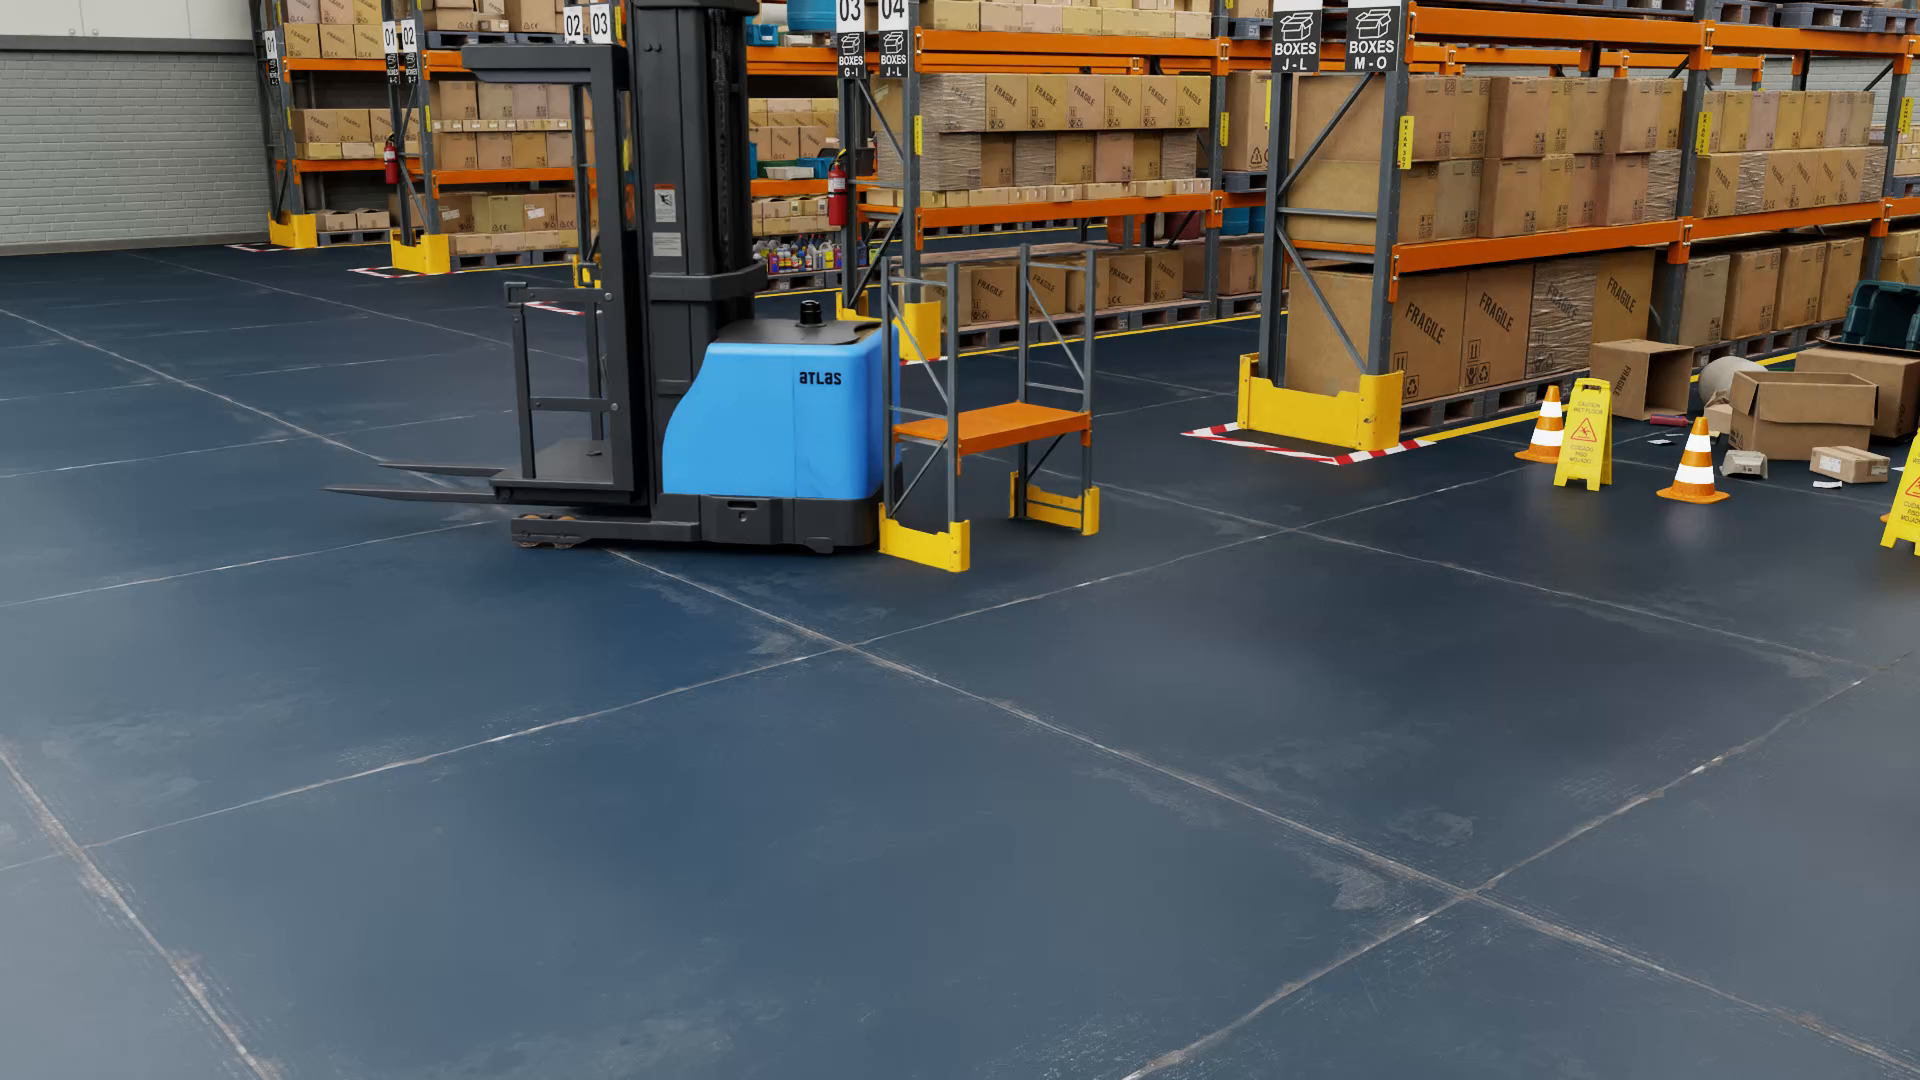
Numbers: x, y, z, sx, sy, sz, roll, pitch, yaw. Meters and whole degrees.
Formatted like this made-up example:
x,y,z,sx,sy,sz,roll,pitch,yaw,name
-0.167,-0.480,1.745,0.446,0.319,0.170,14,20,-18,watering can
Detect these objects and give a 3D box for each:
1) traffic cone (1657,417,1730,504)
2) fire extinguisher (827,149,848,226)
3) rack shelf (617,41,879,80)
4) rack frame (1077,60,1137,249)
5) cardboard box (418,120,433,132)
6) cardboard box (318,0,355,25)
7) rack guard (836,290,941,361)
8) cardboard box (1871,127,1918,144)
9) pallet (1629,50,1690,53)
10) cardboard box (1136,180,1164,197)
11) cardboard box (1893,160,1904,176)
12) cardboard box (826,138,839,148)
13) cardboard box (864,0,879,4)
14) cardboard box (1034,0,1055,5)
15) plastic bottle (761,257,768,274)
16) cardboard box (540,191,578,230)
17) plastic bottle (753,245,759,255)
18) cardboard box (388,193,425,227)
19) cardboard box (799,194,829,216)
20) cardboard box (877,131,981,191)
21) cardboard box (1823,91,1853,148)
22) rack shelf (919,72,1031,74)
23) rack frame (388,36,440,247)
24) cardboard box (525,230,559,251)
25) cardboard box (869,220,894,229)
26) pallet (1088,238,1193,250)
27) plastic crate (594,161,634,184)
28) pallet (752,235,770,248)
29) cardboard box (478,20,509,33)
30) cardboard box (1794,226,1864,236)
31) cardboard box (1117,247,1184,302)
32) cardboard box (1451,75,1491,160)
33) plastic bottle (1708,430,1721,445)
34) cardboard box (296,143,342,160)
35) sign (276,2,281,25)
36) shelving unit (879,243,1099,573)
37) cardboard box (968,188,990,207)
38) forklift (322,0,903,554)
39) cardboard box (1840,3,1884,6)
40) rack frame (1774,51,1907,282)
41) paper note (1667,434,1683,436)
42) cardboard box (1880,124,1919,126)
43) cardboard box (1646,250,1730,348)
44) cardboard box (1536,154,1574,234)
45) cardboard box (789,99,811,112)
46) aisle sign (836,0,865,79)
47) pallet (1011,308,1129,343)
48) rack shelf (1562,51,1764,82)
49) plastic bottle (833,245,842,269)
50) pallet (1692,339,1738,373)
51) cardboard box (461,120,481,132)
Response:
x,y,z,sx,sy,sz,roll,pitch,yaw,name
4.281,-0.481,9.655,0.334,0.463,0.336,-13,19,-39,traffic cone
-1.105,-3.187,15.018,0.183,0.674,0.296,-13,19,-39,fire extinguisher
-2.459,-5.558,19.328,4.000,0.370,1.077,-13,19,-39,rack shelf
2.067,-5.473,23.428,0.127,3.000,1.000,-13,19,-39,rack frame
-7.053,-5.546,22.251,0.250,0.149,0.380,-13,20,-40,cardboard box
-9.610,-8.130,25.392,0.500,0.500,0.500,-13,20,-40,cardboard box
-0.659,-1.959,15.115,0.348,0.500,1.175,-13,19,-39,rack guard
9.175,-3.982,16.365,0.250,0.149,0.380,-13,20,-41,cardboard box
9.880,-6.935,23.260,1.213,0.211,1.003,-13,19,-39,pallet
1.793,-3.481,16.457,0.250,0.149,0.380,-13,19,-39,cardboard box
8.968,-3.644,16.254,0.250,0.149,0.380,-13,20,-40,cardboard box
-1.983,-6.281,26.626,0.500,0.311,0.500,-13,20,-40,cardboard box
-0.712,-4.831,14.729,0.250,0.149,0.380,-13,19,-39,cardboard box
0.646,-4.938,15.131,0.250,0.149,0.380,-14,20,-42,cardboard box
-2.317,-3.243,19.647,0.097,0.201,0.097,0,15,0,plastic bottle
-5.533,-4.621,23.298,0.500,0.500,0.500,-13,19,-39,cardboard box
-2.557,-3.472,20.361,0.135,0.276,0.152,-13,20,-41,plastic bottle
-8.874,-5.362,27.004,0.500,0.500,0.700,-14,21,-43,cardboard box
-2.185,-5.273,26.105,0.500,0.311,0.500,-13,20,-40,cardboard box
-0.284,-3.434,15.022,0.500,0.500,0.875,-13,19,-39,cardboard box
7.772,-3.898,15.398,0.500,0.500,0.700,-13,20,-40,cardboard box
0.090,-9.520,34.159,4.000,0.370,1.077,-13,19,-39,rack shelf
-7.217,-5.083,21.967,0.127,3.000,1.000,-13,19,-39,rack frame
-5.914,-4.175,23.082,0.500,0.250,0.500,-13,19,-39,cardboard box
-1.418,-5.176,26.830,0.500,0.250,0.500,-12,19,-38,cardboard box
2.635,-4.268,24.318,1.213,0.211,1.003,-13,19,-39,pallet
-3.787,-4.189,18.909,0.616,0.251,0.499,-13,19,-39,plastic crate
-3.669,-4.546,25.359,1.213,0.211,1.003,-13,19,-39,pallet
-6.213,-6.846,22.157,0.250,0.149,0.380,-13,19,-39,cardboard box
8.842,-3.051,16.935,0.500,0.250,0.500,-13,20,-41,cardboard box
1.973,-2.767,17.325,0.500,0.500,0.500,-13,20,-41,cardboard box
3.123,-2.932,11.530,0.550,0.550,0.875,-13,19,-39,cardboard box
5.069,-0.700,11.251,0.133,0.061,0.283,8,17,28,plastic bottle
-9.895,-6.005,25.670,0.500,0.250,0.500,-13,20,-41,cardboard box
-10.115,-7.813,24.679,0.005,0.325,0.100,-13,19,-39,sign
0.162,-0.715,8.520,0.587,1.500,1.083,14,20,42,shelving unit
0.055,-3.112,15.076,0.250,0.149,0.380,-13,19,-39,cardboard box
-1.877,-1.502,8.692,3.031,2.935,1.130,2,15,8,forklift
8.191,-4.969,15.175,0.250,0.166,0.380,-13,19,-39,cardboard box
8.498,-3.526,16.139,0.127,3.000,1.000,-13,19,-39,rack frame
4.915,-0.723,11.438,0.123,0.001,0.032,-3,15,-11,paper note
10.133,-4.419,18.001,0.250,0.149,0.380,-13,20,-40,cardboard box
5.890,-2.087,14.297,0.750,0.750,1.050,-13,20,-40,cardboard box
3.991,-2.581,12.309,0.500,0.550,0.875,-13,19,-39,cardboard box
-3.145,-8.169,31.259,0.500,0.250,0.500,-12,19,-39,cardboard box
-0.960,-4.458,14.588,0.004,0.787,0.394,-13,19,-39,aisle sign
0.897,-2.156,16.412,1.213,0.211,1.003,-13,19,-39,pallet
9.845,-6.627,23.329,4.000,0.370,1.077,-13,19,-39,rack shelf
-1.487,-3.462,20.311,0.133,0.283,0.061,-11,19,-36,plastic bottle
6.013,-1.647,14.506,1.213,0.211,1.003,-13,19,-39,pallet
-6.582,-5.514,22.131,0.250,0.149,0.380,-13,20,-41,cardboard box
